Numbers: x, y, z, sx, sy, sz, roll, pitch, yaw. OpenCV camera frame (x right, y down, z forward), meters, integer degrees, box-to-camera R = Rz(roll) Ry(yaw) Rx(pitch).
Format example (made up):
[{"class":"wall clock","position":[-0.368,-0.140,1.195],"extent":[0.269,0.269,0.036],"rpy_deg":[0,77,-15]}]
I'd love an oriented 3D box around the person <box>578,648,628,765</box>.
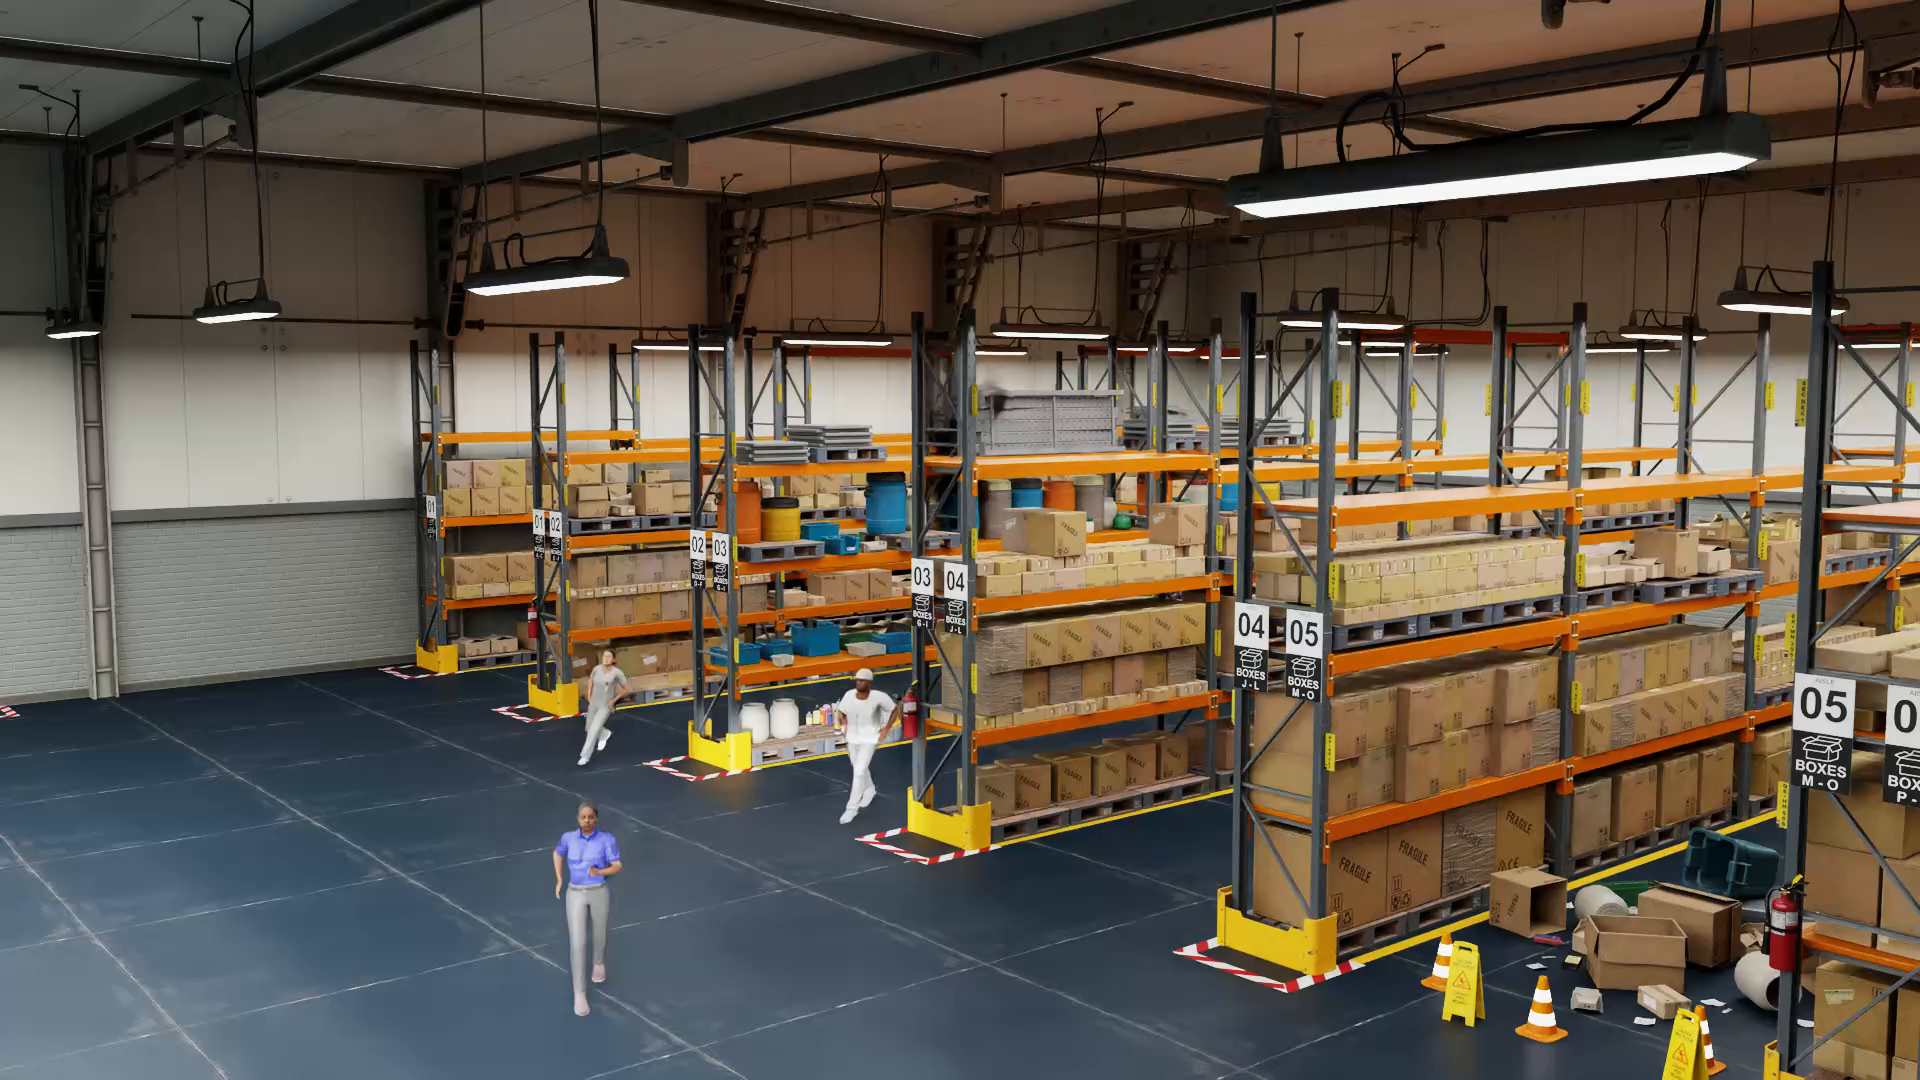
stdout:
[{"class":"person","position":[-4.857,2.259,22.897],"extent":[0.626,1.596,0.760],"rpy_deg":[2,6,17]}]

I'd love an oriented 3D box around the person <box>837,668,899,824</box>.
[{"class":"person","position":[-1.143,2.405,19.806],"extent":[0.717,1.792,0.873],"rpy_deg":[3,6,29]}]

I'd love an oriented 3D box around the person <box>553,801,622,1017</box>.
[{"class":"person","position":[-3.129,3.031,13.997],"extent":[0.562,1.682,0.885],"rpy_deg":[-1,5,-13]}]

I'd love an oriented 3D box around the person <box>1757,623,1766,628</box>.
[{"class":"person","position":[11.948,2.043,24.822],"extent":[0.636,1.650,0.660],"rpy_deg":[-4,7,-36]}]
